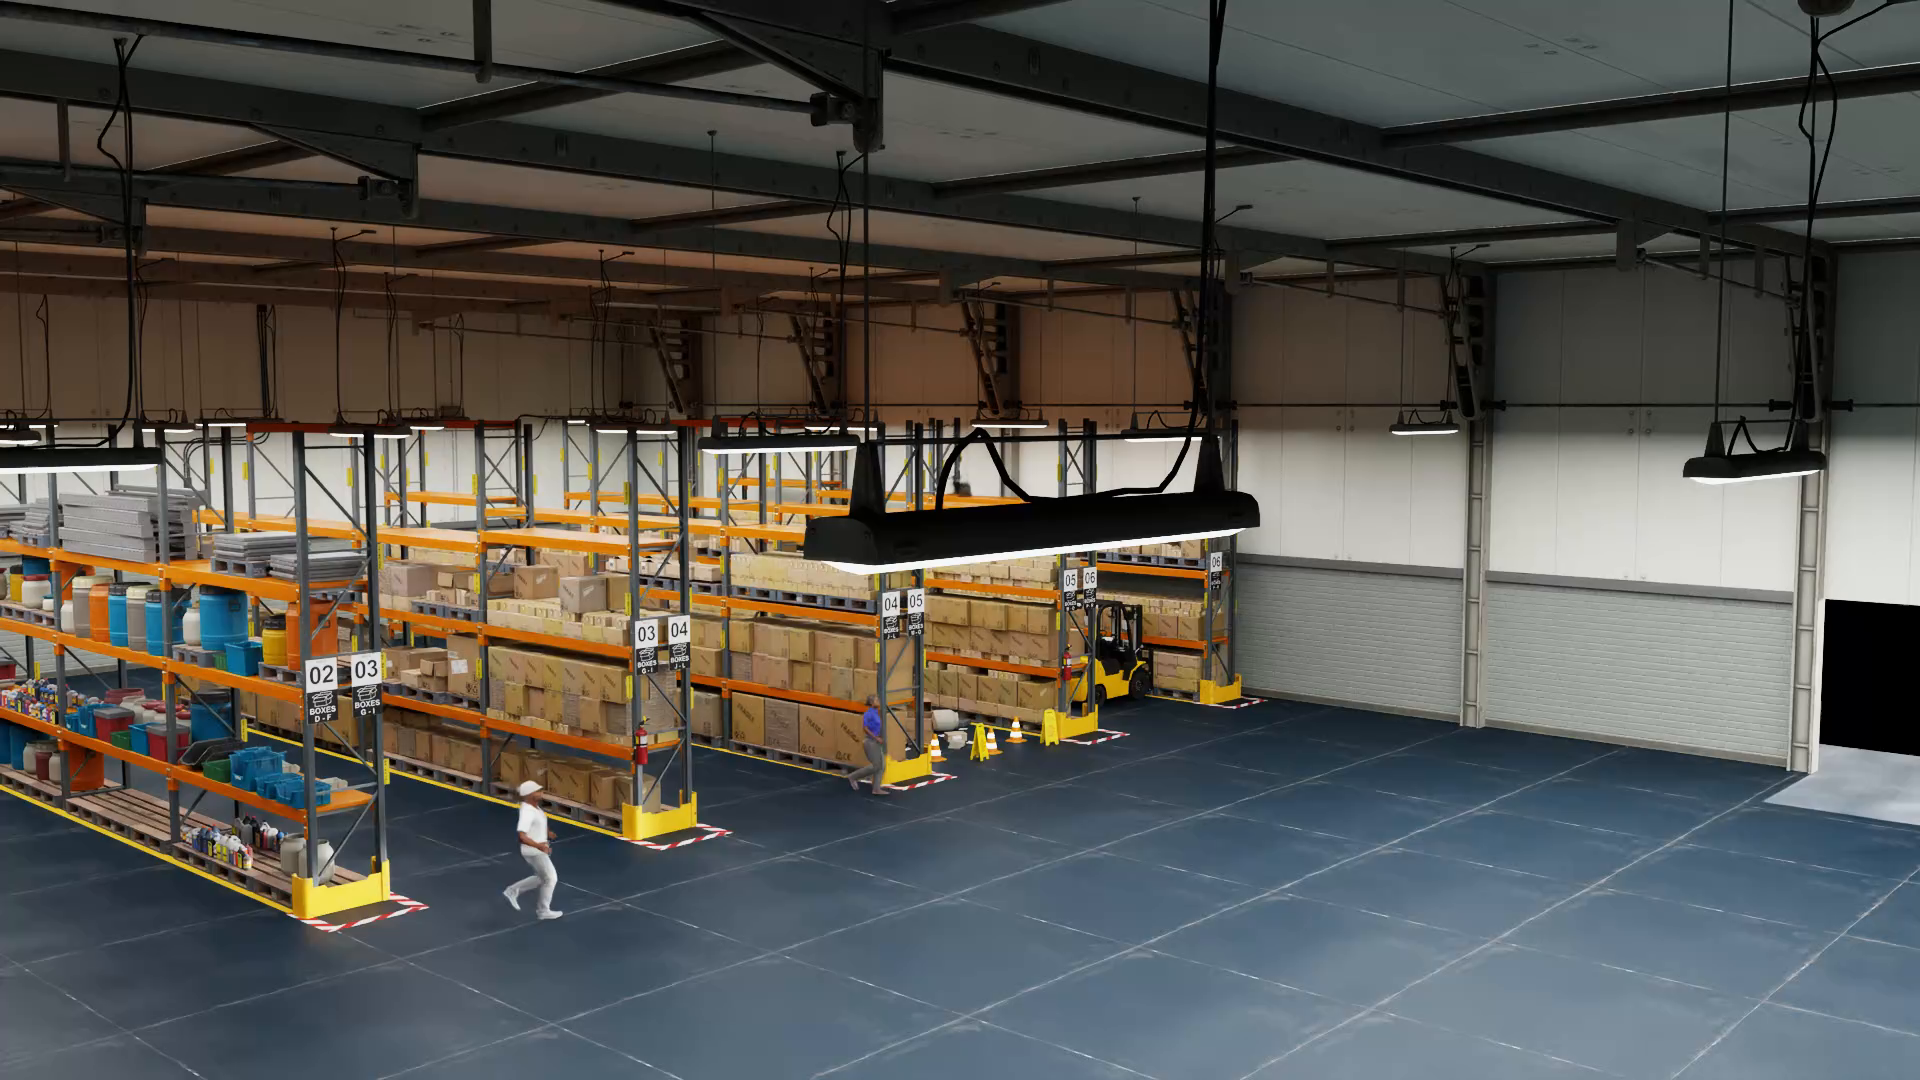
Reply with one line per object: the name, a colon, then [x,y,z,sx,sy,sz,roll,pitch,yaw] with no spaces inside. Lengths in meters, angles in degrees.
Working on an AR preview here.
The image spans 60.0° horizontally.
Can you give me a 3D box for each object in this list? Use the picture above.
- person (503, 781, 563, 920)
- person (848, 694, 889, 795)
person: [-5.250,3.805,20.377,0.712,1.724,0.697,-1,5,-13]
person: [-1.471,3.316,27.069,0.667,1.610,0.619,0,5,5]
